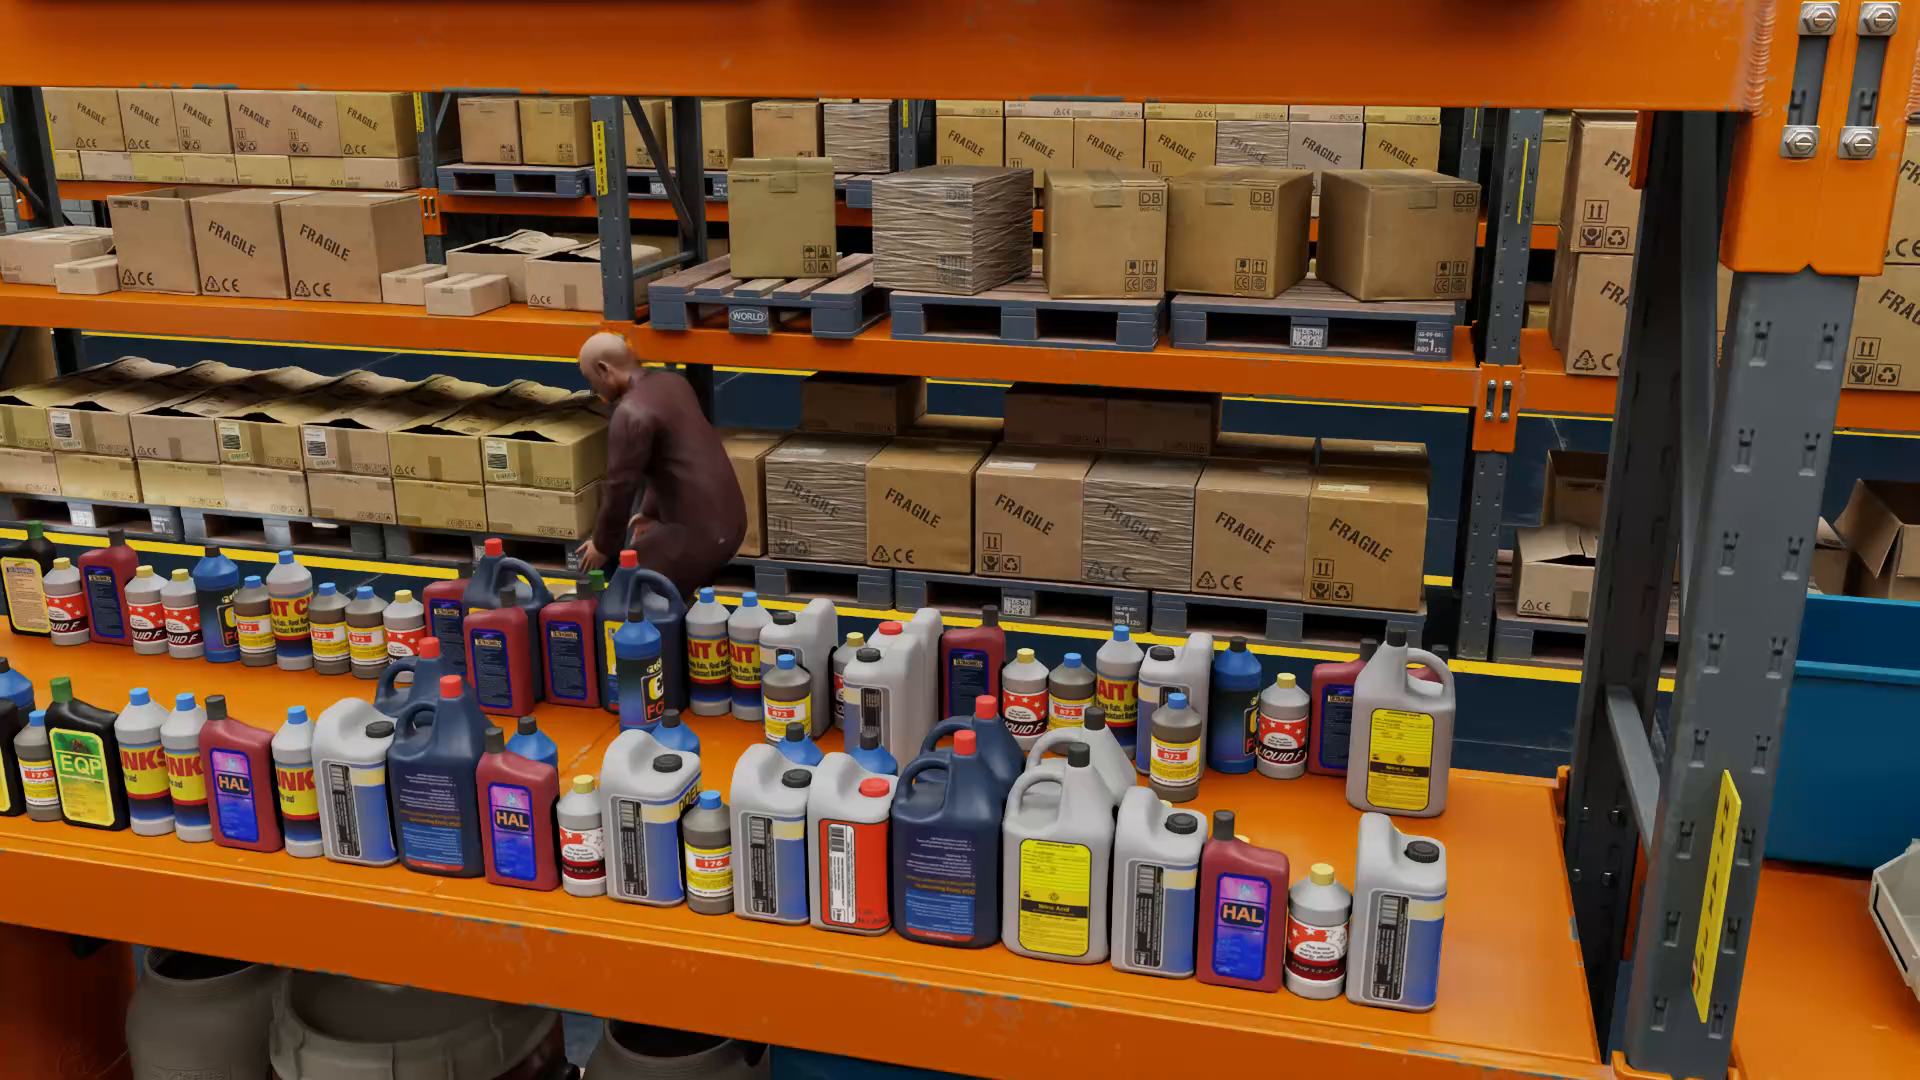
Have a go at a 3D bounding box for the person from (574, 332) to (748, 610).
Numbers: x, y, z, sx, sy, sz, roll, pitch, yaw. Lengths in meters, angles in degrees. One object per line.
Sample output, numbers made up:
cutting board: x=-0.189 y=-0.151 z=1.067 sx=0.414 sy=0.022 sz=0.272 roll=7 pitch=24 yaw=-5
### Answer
person: x=-1.162 y=-0.037 z=6.553 sx=0.612 sy=1.564 sz=0.626 roll=5 pitch=19 yaw=14
